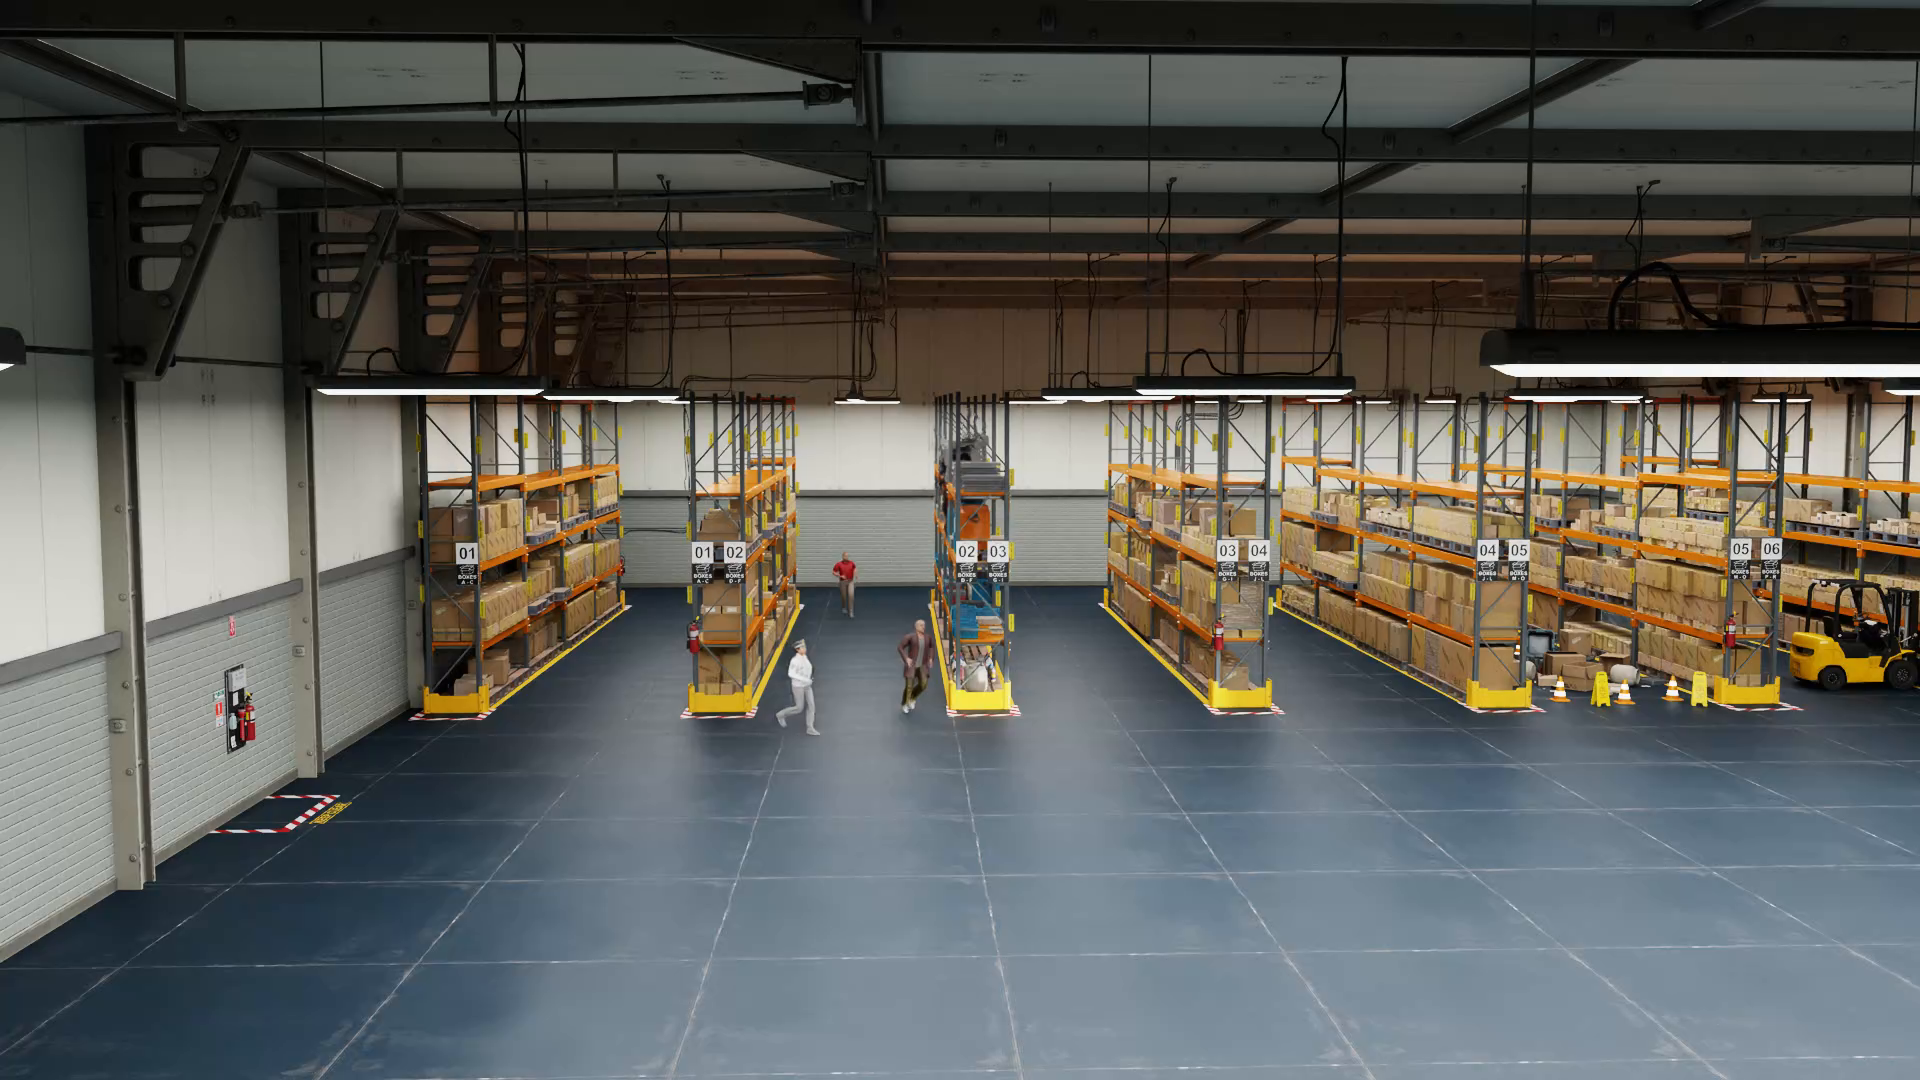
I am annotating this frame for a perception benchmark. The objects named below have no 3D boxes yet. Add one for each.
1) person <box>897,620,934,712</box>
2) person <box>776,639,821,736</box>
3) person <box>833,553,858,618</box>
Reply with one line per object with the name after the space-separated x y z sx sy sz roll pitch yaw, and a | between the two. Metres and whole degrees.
-0.782 2.364 31.242 0.779 1.719 0.556 -2 5 -20 | person
-2.804 2.563 29.013 0.855 1.684 0.591 2 5 25 | person
-3.134 1.230 45.525 0.704 1.779 0.861 -1 5 -18 | person
